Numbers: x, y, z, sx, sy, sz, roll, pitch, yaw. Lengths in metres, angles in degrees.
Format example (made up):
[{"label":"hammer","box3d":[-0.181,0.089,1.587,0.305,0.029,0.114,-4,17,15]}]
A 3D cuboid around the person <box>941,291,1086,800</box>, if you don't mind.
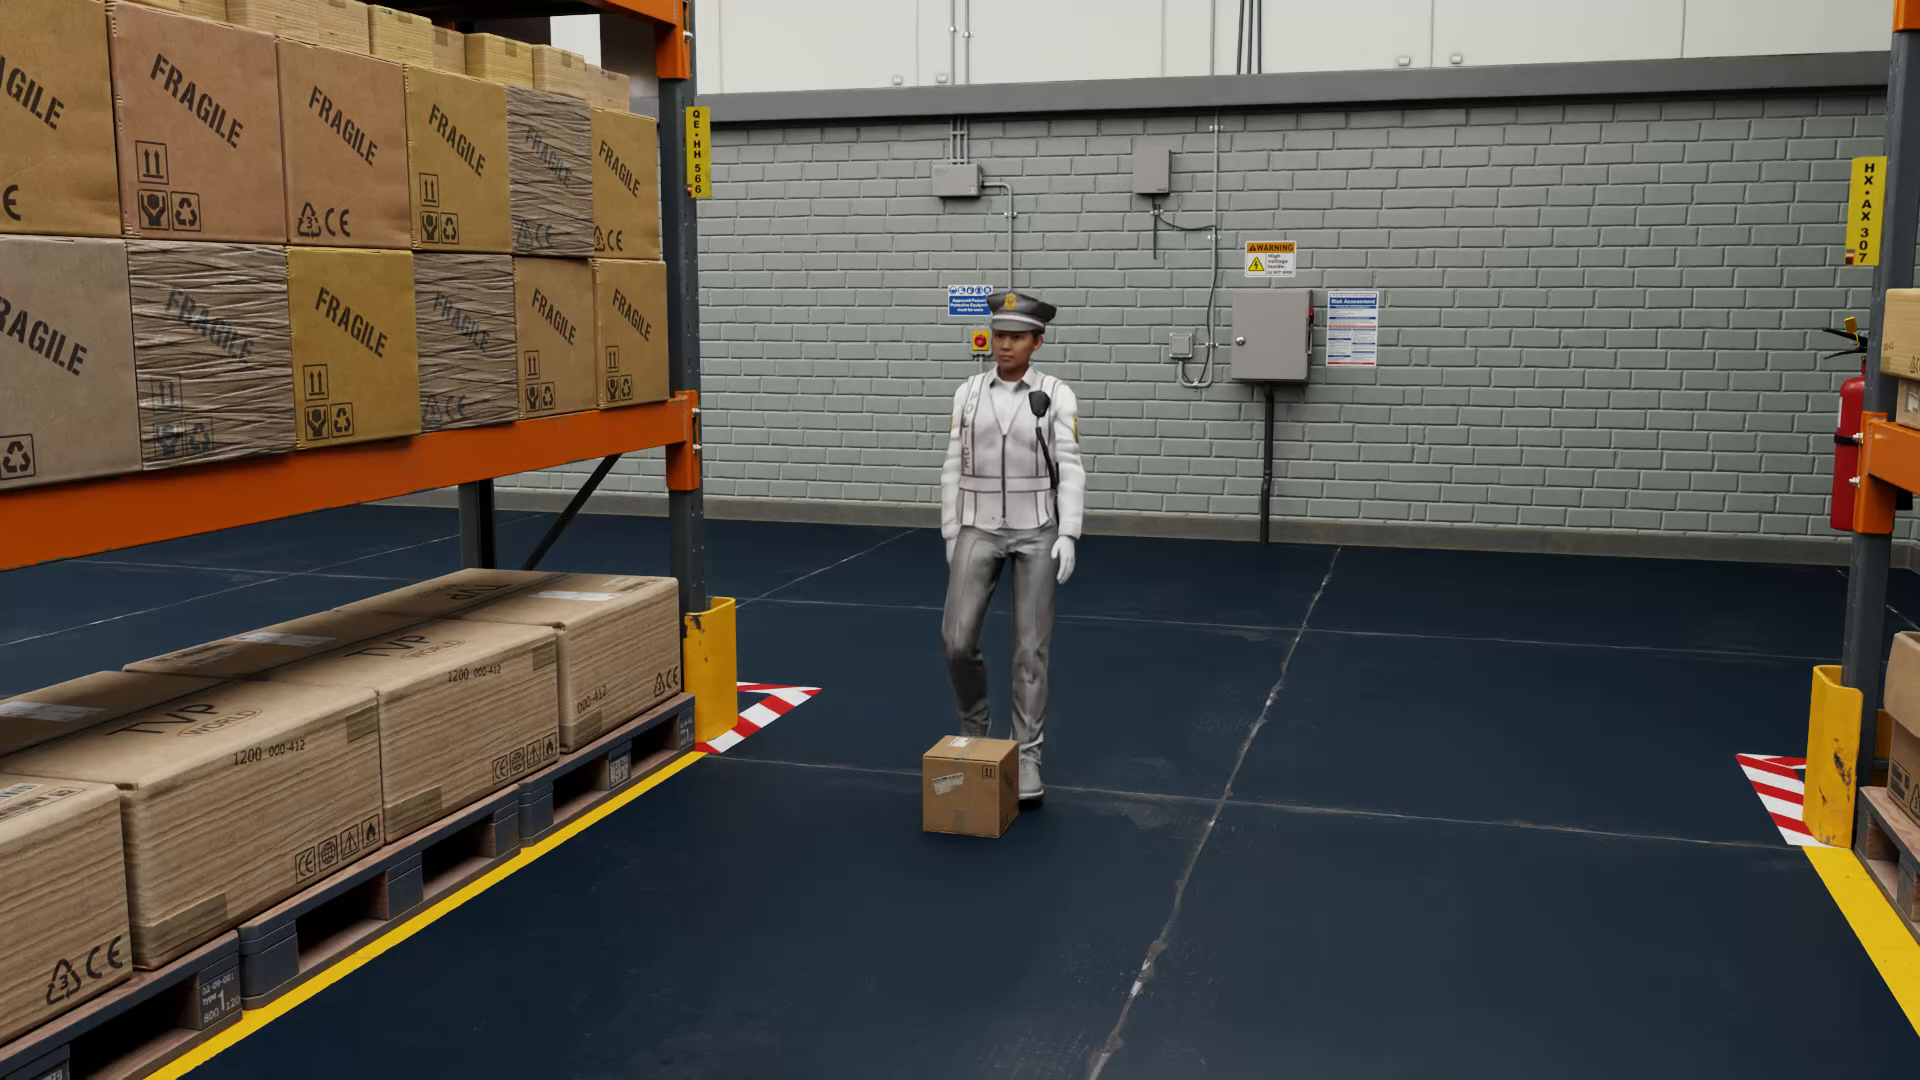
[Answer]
[{"label":"person","box3d":[0.165,0.011,5.613,0.508,1.687,0.508,1,9,10]}]
